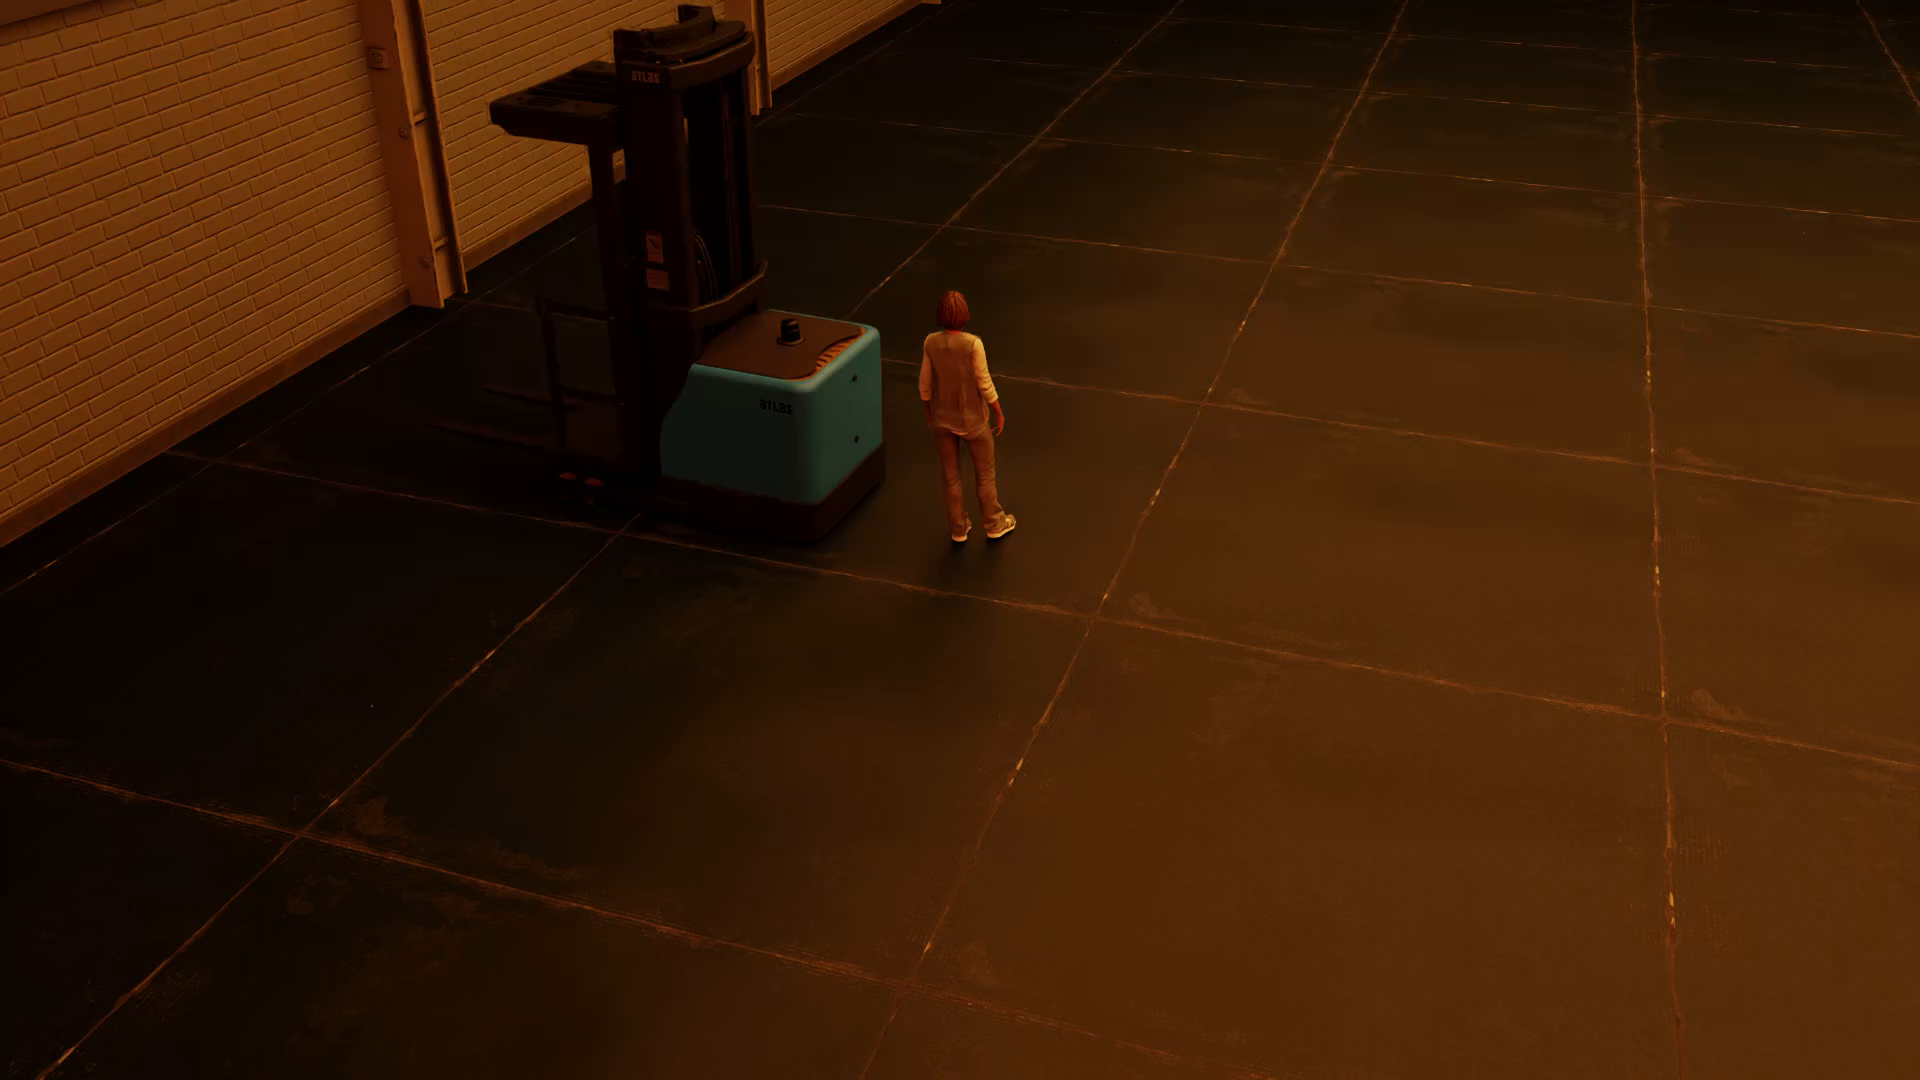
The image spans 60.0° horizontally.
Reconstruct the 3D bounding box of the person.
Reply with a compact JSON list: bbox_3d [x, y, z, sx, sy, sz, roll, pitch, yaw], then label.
[{"bbox_3d":[0.040,-0.736,9.762,0.505,1.598,0.482,12,32,20],"label":"person"}]

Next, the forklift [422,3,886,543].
[{"bbox_3d":[-2.044,-1.723,10.159,3.031,2.935,1.130,12,32,20],"label":"forklift"}]
